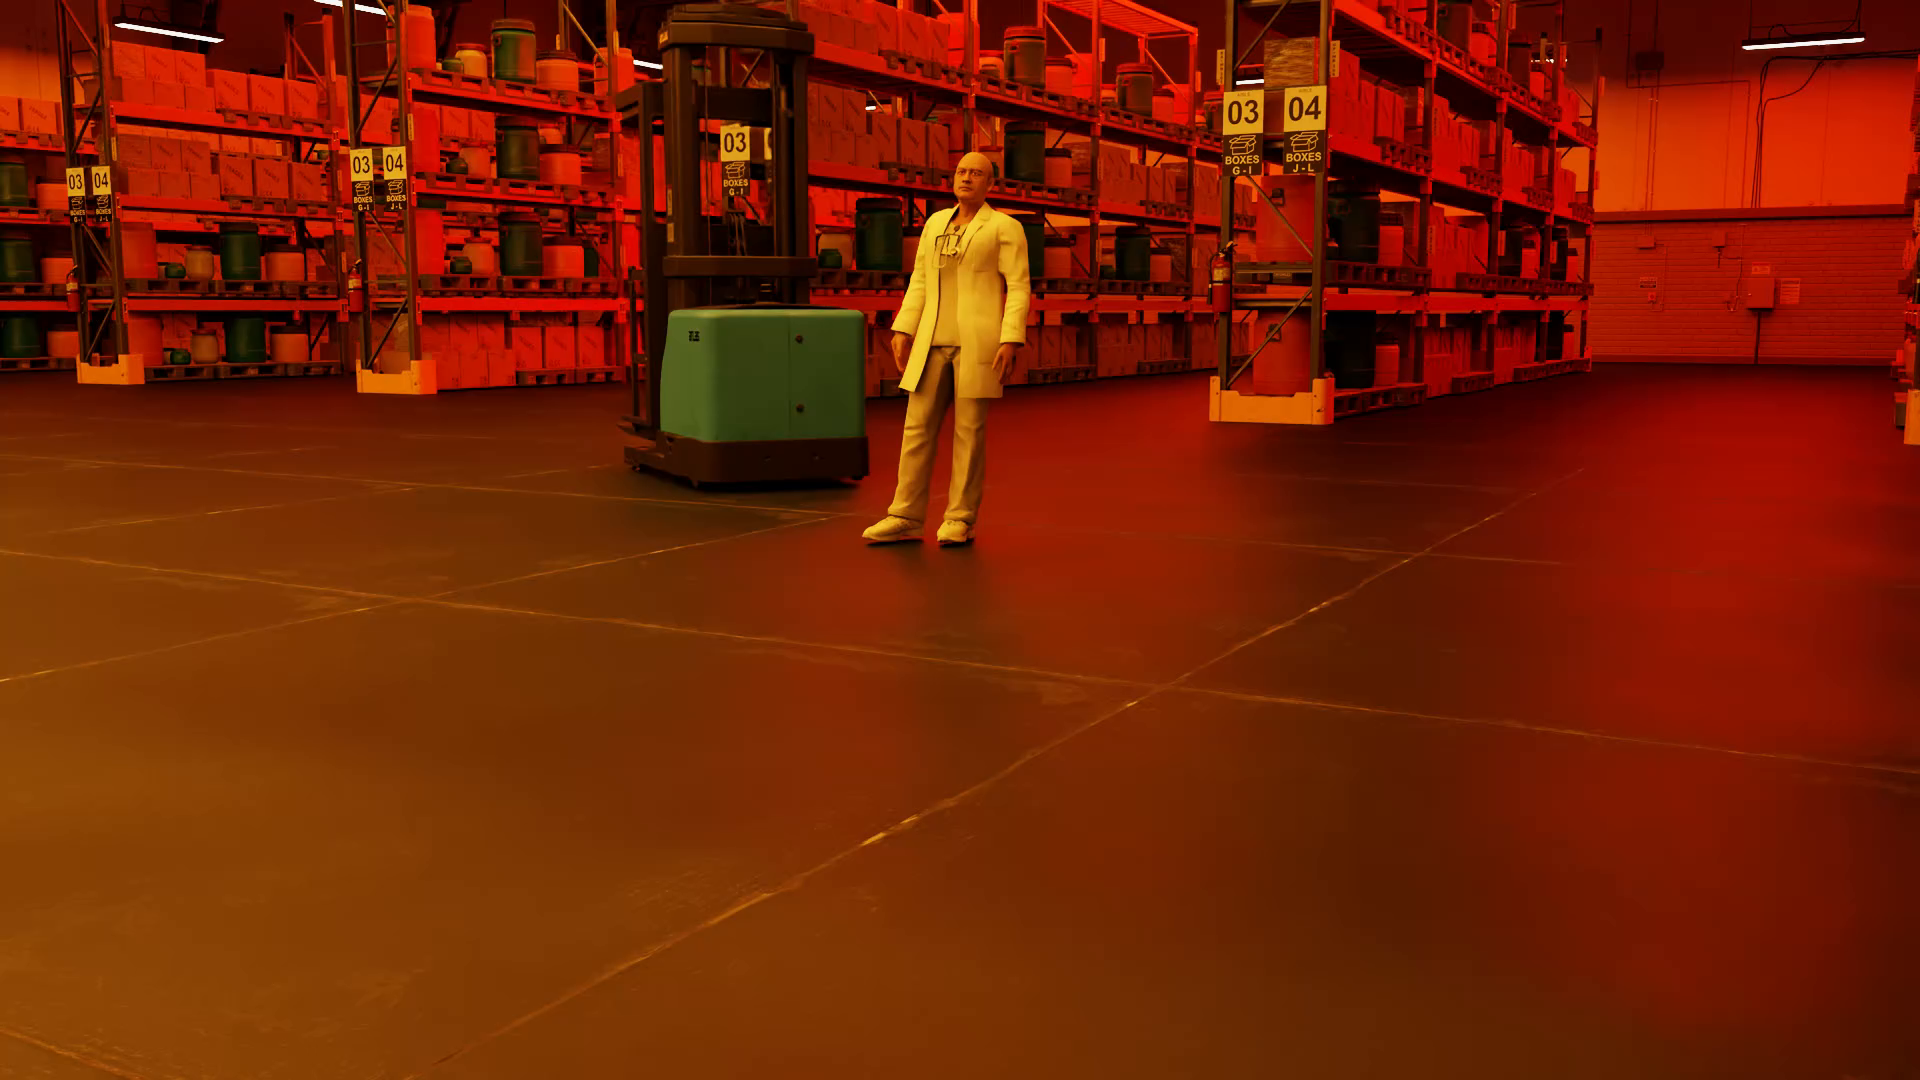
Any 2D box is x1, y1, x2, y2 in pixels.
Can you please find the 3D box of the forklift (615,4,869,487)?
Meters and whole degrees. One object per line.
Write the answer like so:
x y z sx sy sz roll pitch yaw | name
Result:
-1.632 -1.927 11.058 1.130 2.935 3.031 -4 9 -24 | forklift

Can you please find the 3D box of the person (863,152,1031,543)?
-0.048 -0.877 7.614 0.696 1.778 0.578 4 9 29 | person
